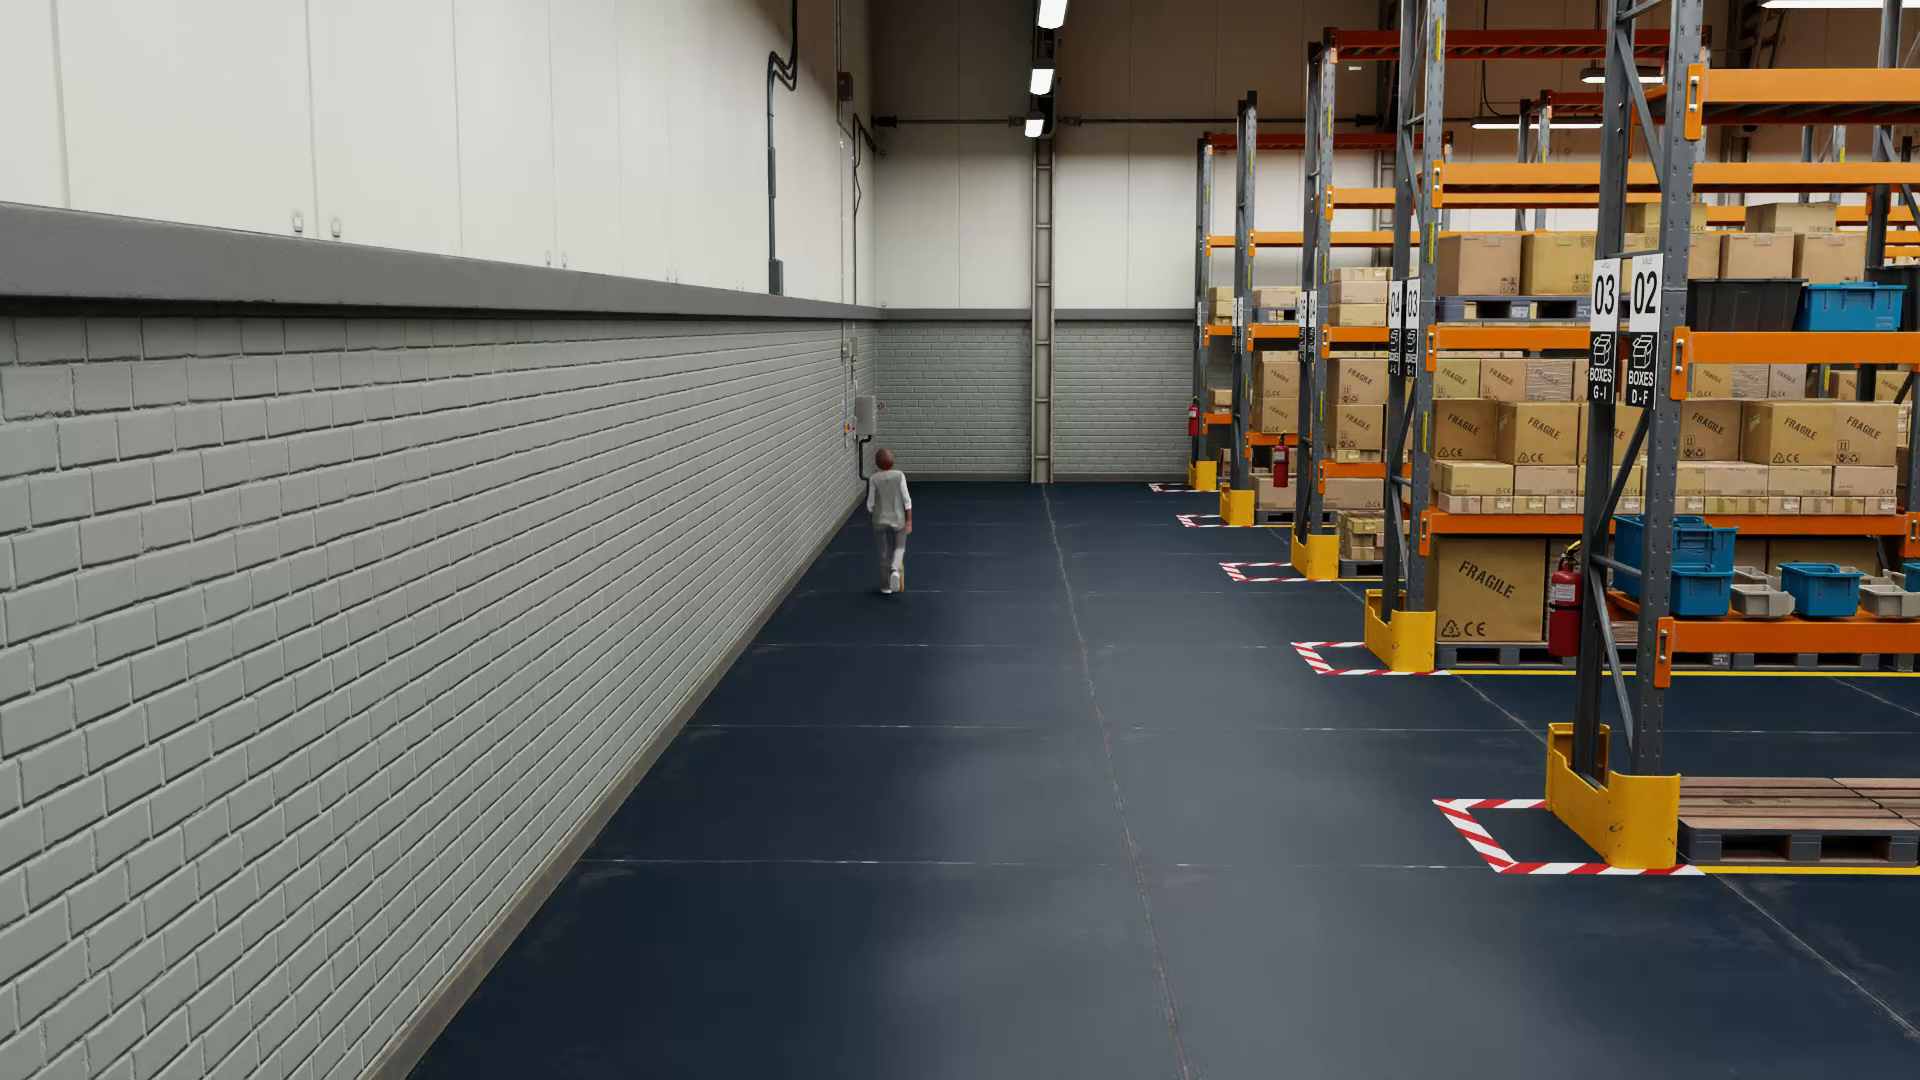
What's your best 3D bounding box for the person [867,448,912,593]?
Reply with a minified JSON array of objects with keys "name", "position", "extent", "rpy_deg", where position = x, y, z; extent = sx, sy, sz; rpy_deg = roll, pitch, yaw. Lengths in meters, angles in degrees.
[{"name":"person","position":[-0.739,-0.193,17.357],"extent":[0.458,1.557,0.682],"rpy_deg":[0,7,-4]}]
